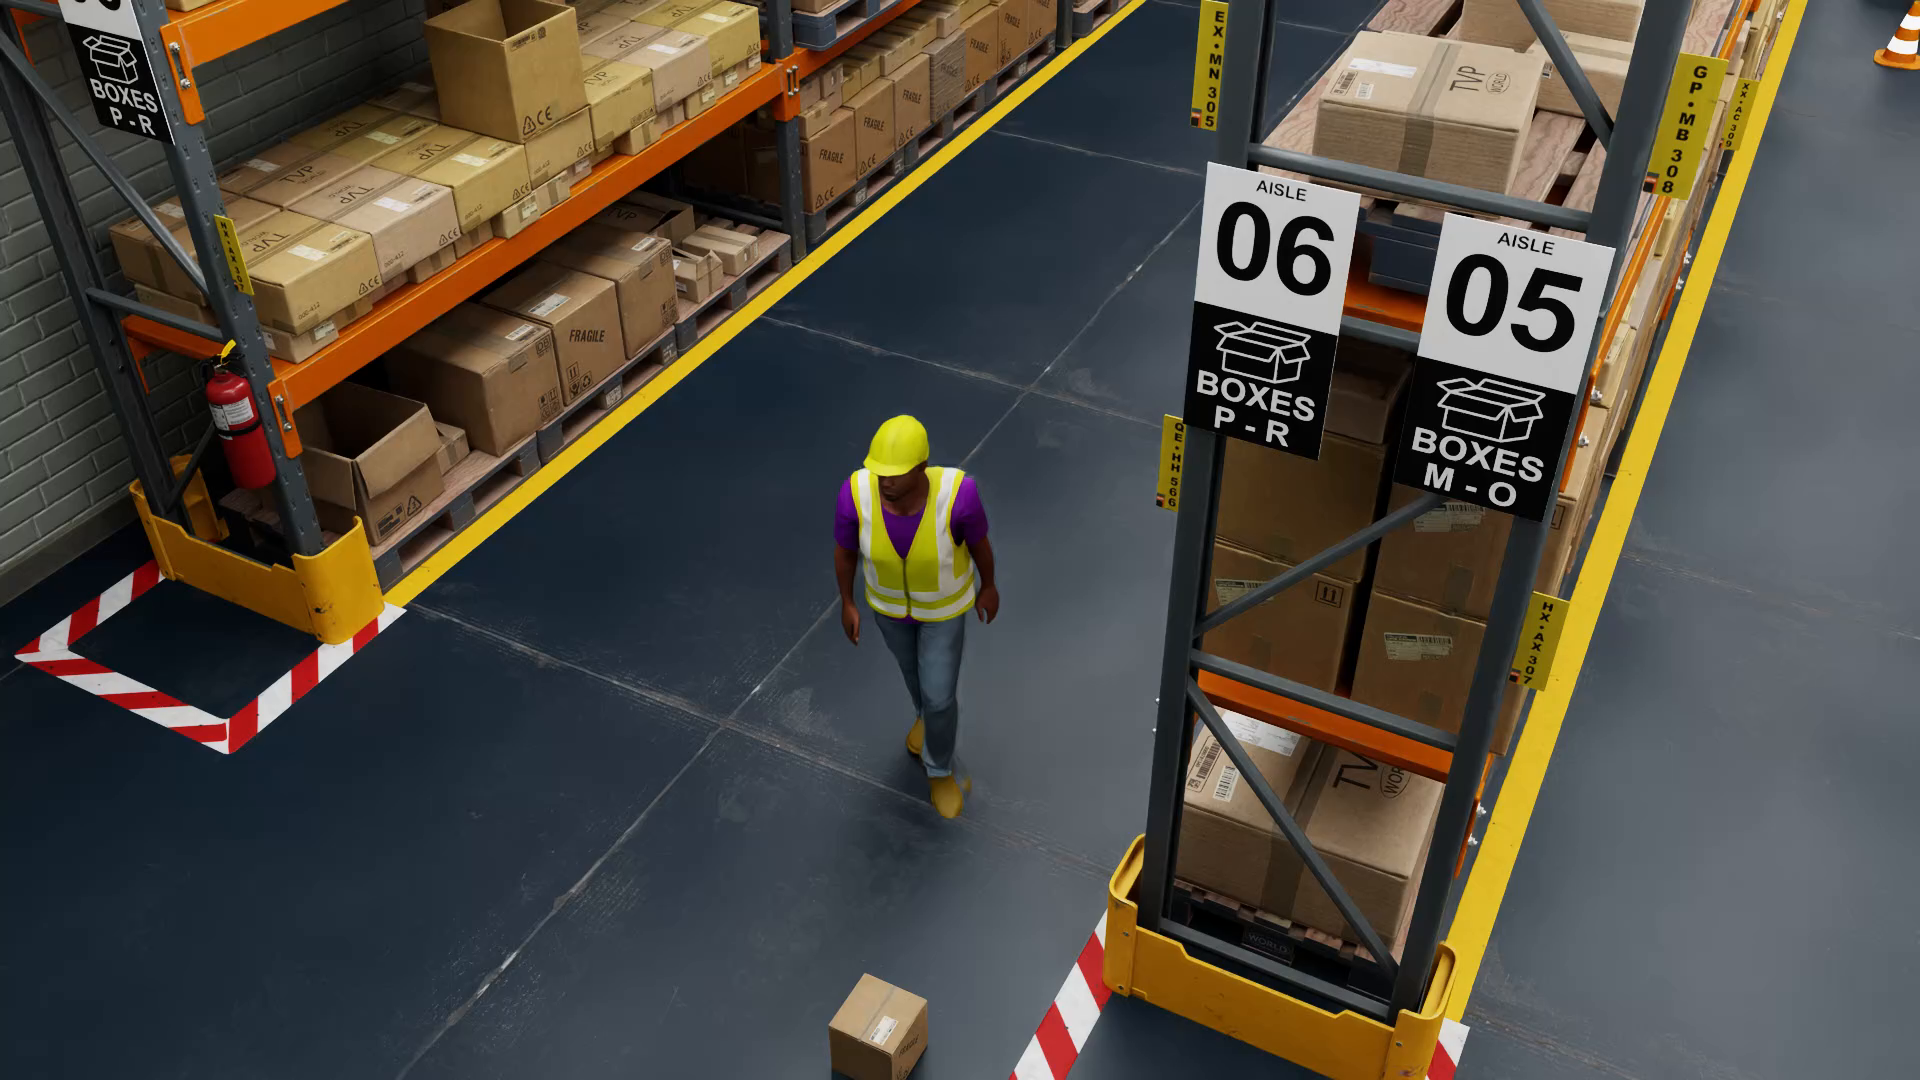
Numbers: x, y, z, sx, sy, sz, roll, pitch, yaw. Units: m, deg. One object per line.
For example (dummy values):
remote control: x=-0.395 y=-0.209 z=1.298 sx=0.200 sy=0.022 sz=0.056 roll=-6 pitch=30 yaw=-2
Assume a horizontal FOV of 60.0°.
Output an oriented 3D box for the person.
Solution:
person: x=-0.167 y=0.237 z=6.450 sx=0.607 sy=1.804 sz=0.590 roll=9 pitch=39 yaw=12
